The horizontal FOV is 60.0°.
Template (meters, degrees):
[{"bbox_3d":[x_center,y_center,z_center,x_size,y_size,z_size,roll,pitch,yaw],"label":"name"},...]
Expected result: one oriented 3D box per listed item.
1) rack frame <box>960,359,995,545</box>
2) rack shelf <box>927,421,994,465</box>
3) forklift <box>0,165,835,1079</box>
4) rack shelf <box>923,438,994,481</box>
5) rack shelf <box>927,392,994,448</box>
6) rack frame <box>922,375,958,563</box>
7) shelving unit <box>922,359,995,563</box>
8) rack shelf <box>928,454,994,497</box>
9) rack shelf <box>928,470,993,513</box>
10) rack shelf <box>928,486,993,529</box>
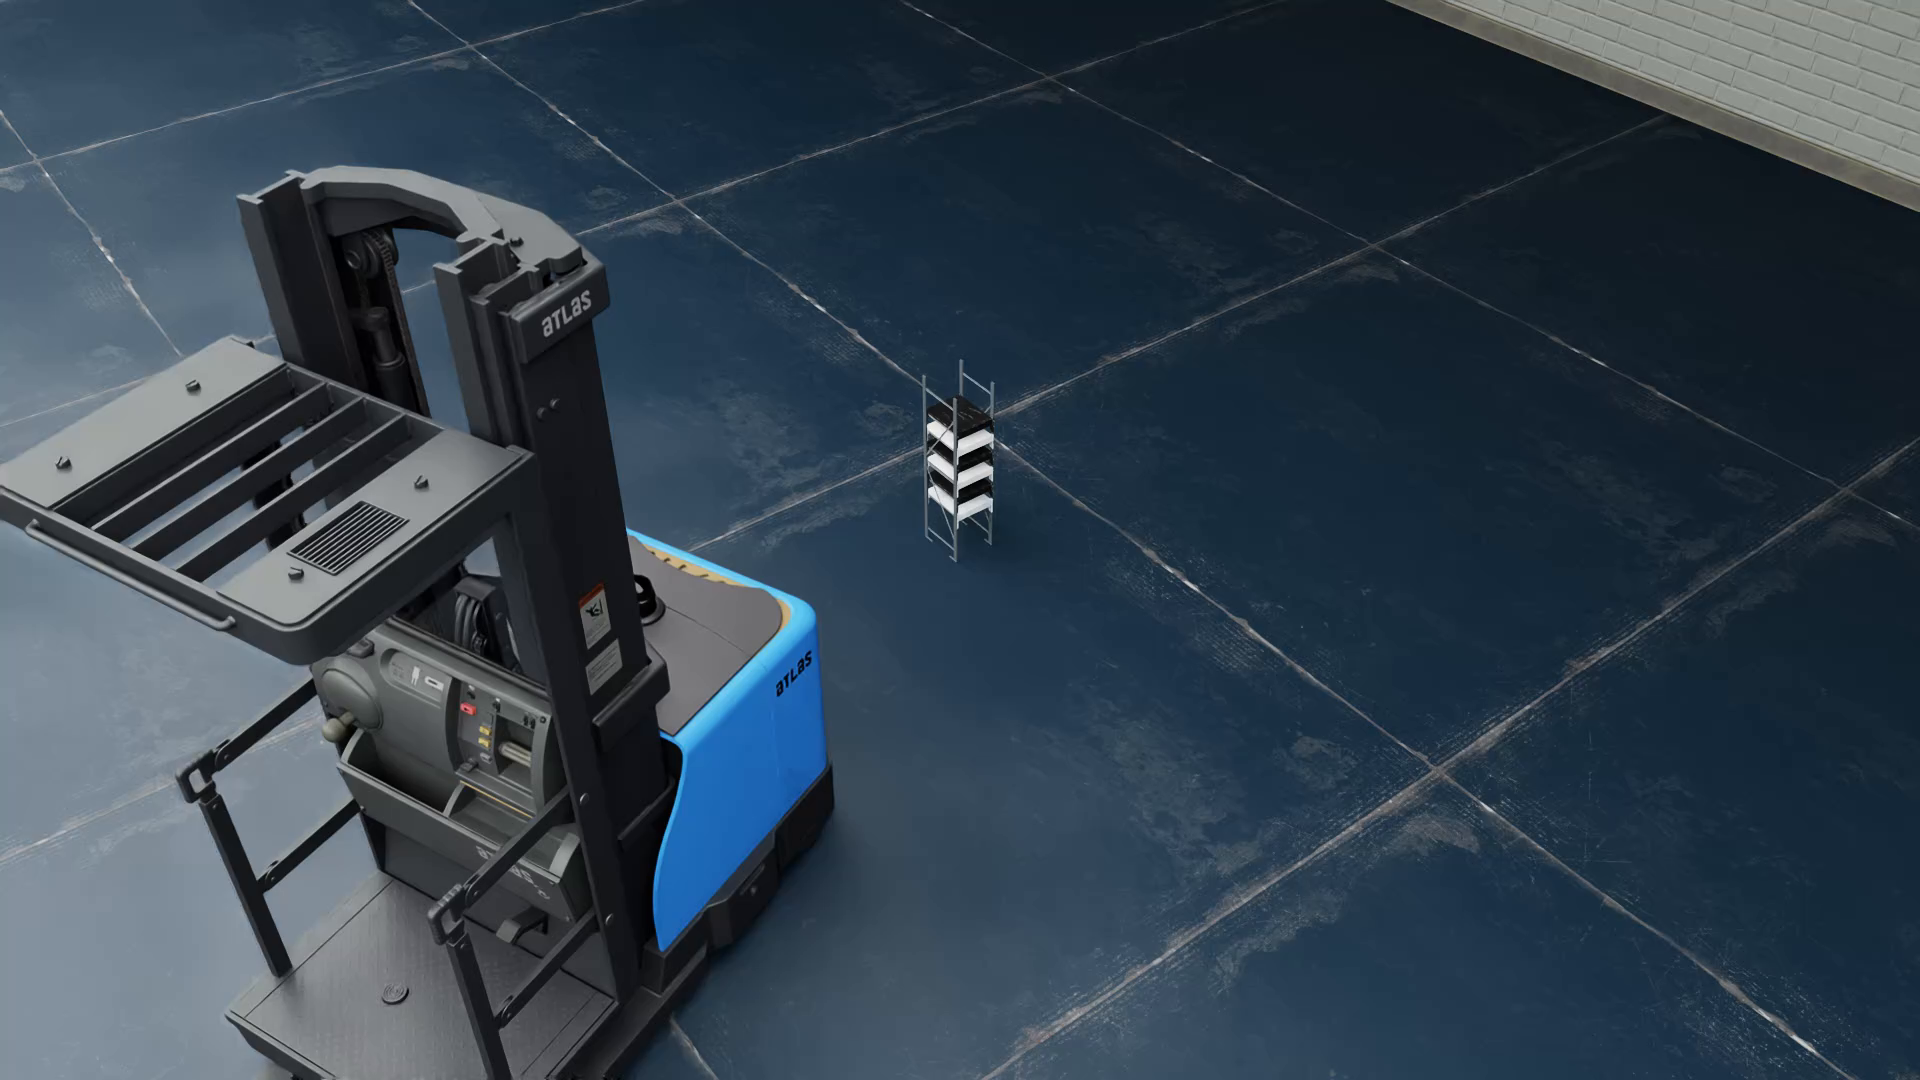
[{"bbox_3d":[0.074,-0.384,7.509,0.006,0.900,0.240,-26,46,-28],"label":"rack frame"},{"bbox_3d":[-0.006,-0.458,7.368,0.200,0.077,0.258,-26,46,-28],"label":"rack shelf"},{"bbox_3d":[-1.666,0.573,4.741,1.130,2.935,3.031,21,44,23],"label":"forklift"},{"bbox_3d":[-0.006,-0.389,7.425,0.200,0.077,0.258,-26,46,-28],"label":"rack shelf"},{"bbox_3d":[-0.006,-0.528,7.311,0.200,0.077,0.258,-26,46,-28],"label":"rack shelf"},{"bbox_3d":[-0.087,-0.305,7.413,0.006,0.900,0.240,-26,46,-28],"label":"rack frame"},{"bbox_3d":[-0.006,-0.345,7.461,0.210,0.900,0.258,-26,46,-28],"label":"shelving unit"},{"bbox_3d":[-0.006,-0.319,7.482,0.200,0.077,0.258,-26,46,-28],"label":"rack shelf"},{"bbox_3d":[-0.006,-0.249,7.539,0.200,0.077,0.258,-26,46,-28],"label":"rack shelf"},{"bbox_3d":[-0.006,-0.180,7.596,0.200,0.077,0.258,-26,46,-28],"label":"rack shelf"}]
